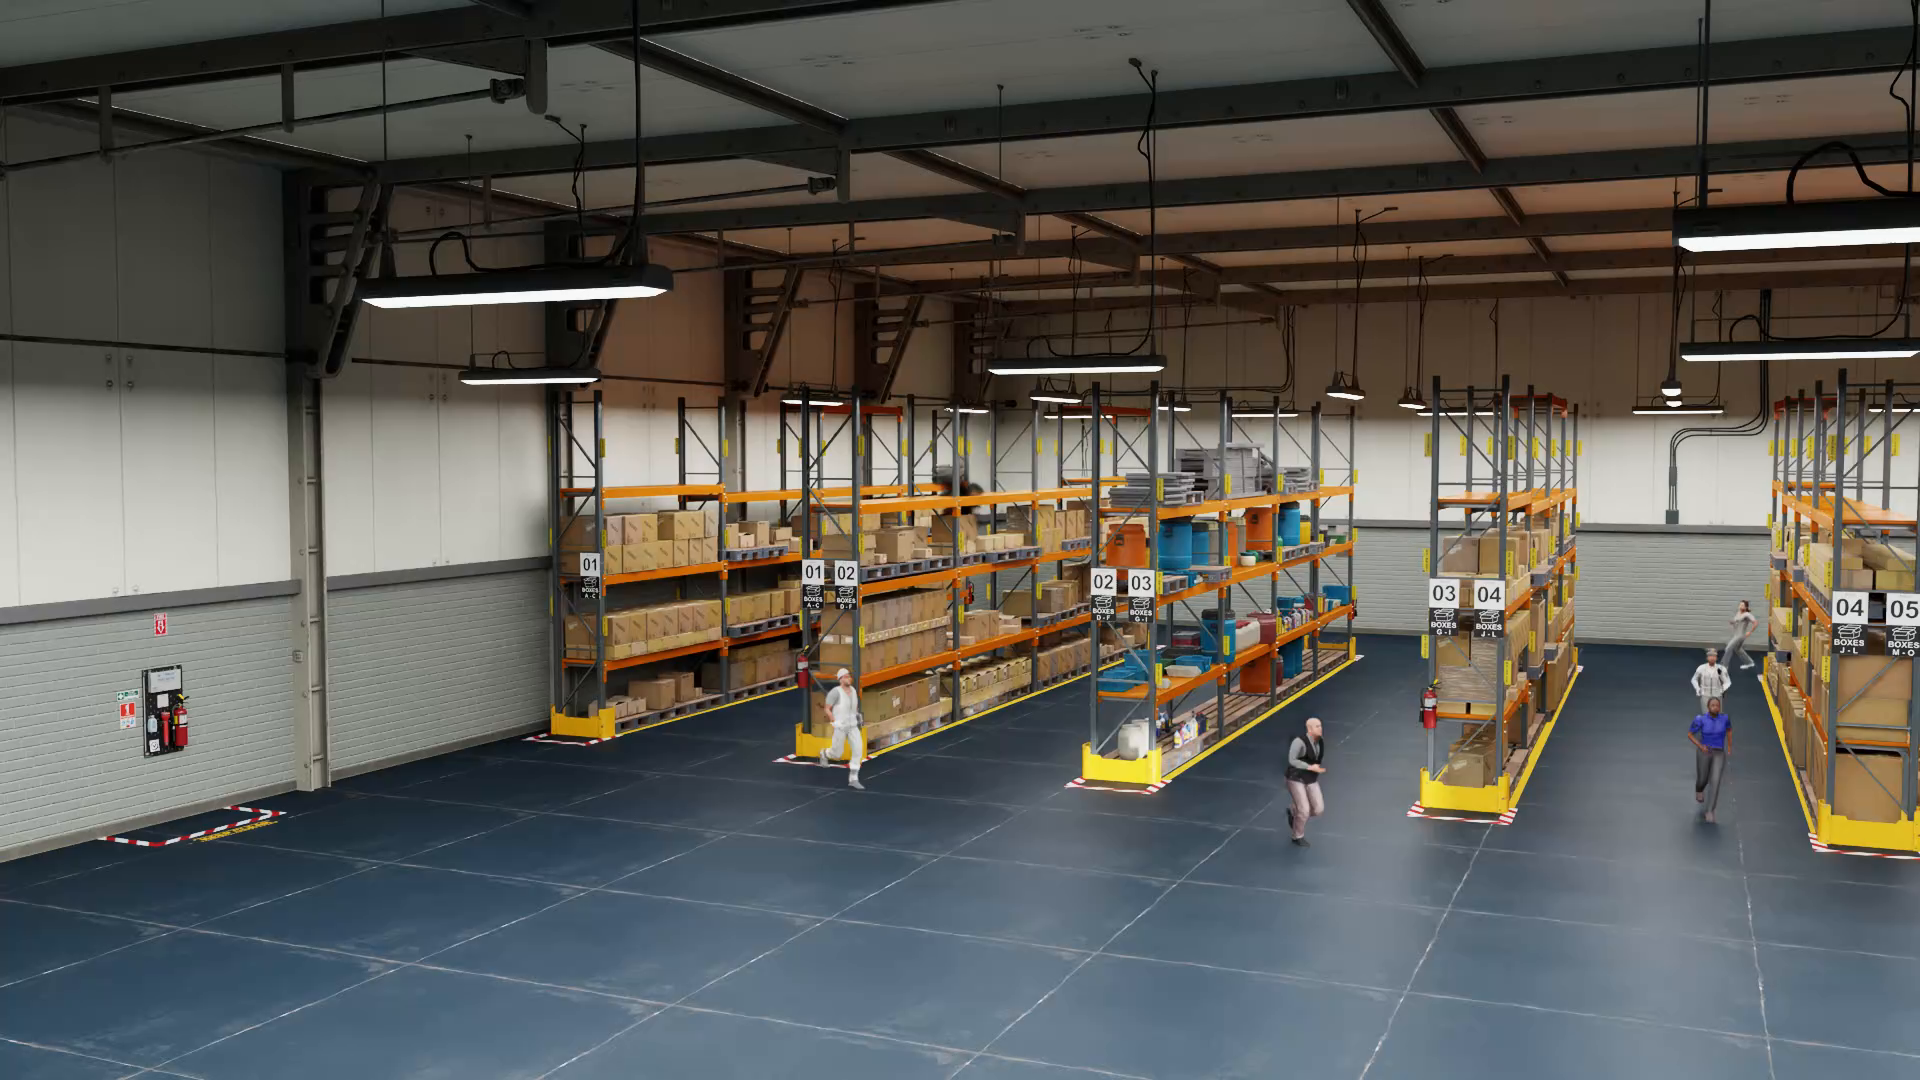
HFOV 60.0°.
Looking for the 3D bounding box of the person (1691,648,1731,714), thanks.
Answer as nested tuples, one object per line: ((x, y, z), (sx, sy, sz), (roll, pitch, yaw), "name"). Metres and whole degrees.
((12.642, 2.627, 28.000), (0.617, 1.648, 0.597), (1, 3, 23), "person")

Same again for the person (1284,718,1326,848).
((4.341, 3.036, 20.843), (0.638, 1.663, 0.705), (-2, 4, -32), "person")

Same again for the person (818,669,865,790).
((-1.740, 2.784, 24.716), (0.642, 1.757, 0.962), (-2, 4, -38), "person")

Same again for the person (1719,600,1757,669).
((17.335, 2.136, 37.099), (0.821, 1.624, 0.607), (1, 3, 11), "person")

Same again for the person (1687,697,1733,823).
((10.210, 2.942, 22.627), (0.600, 1.649, 0.920), (1, 3, 13), "person")
